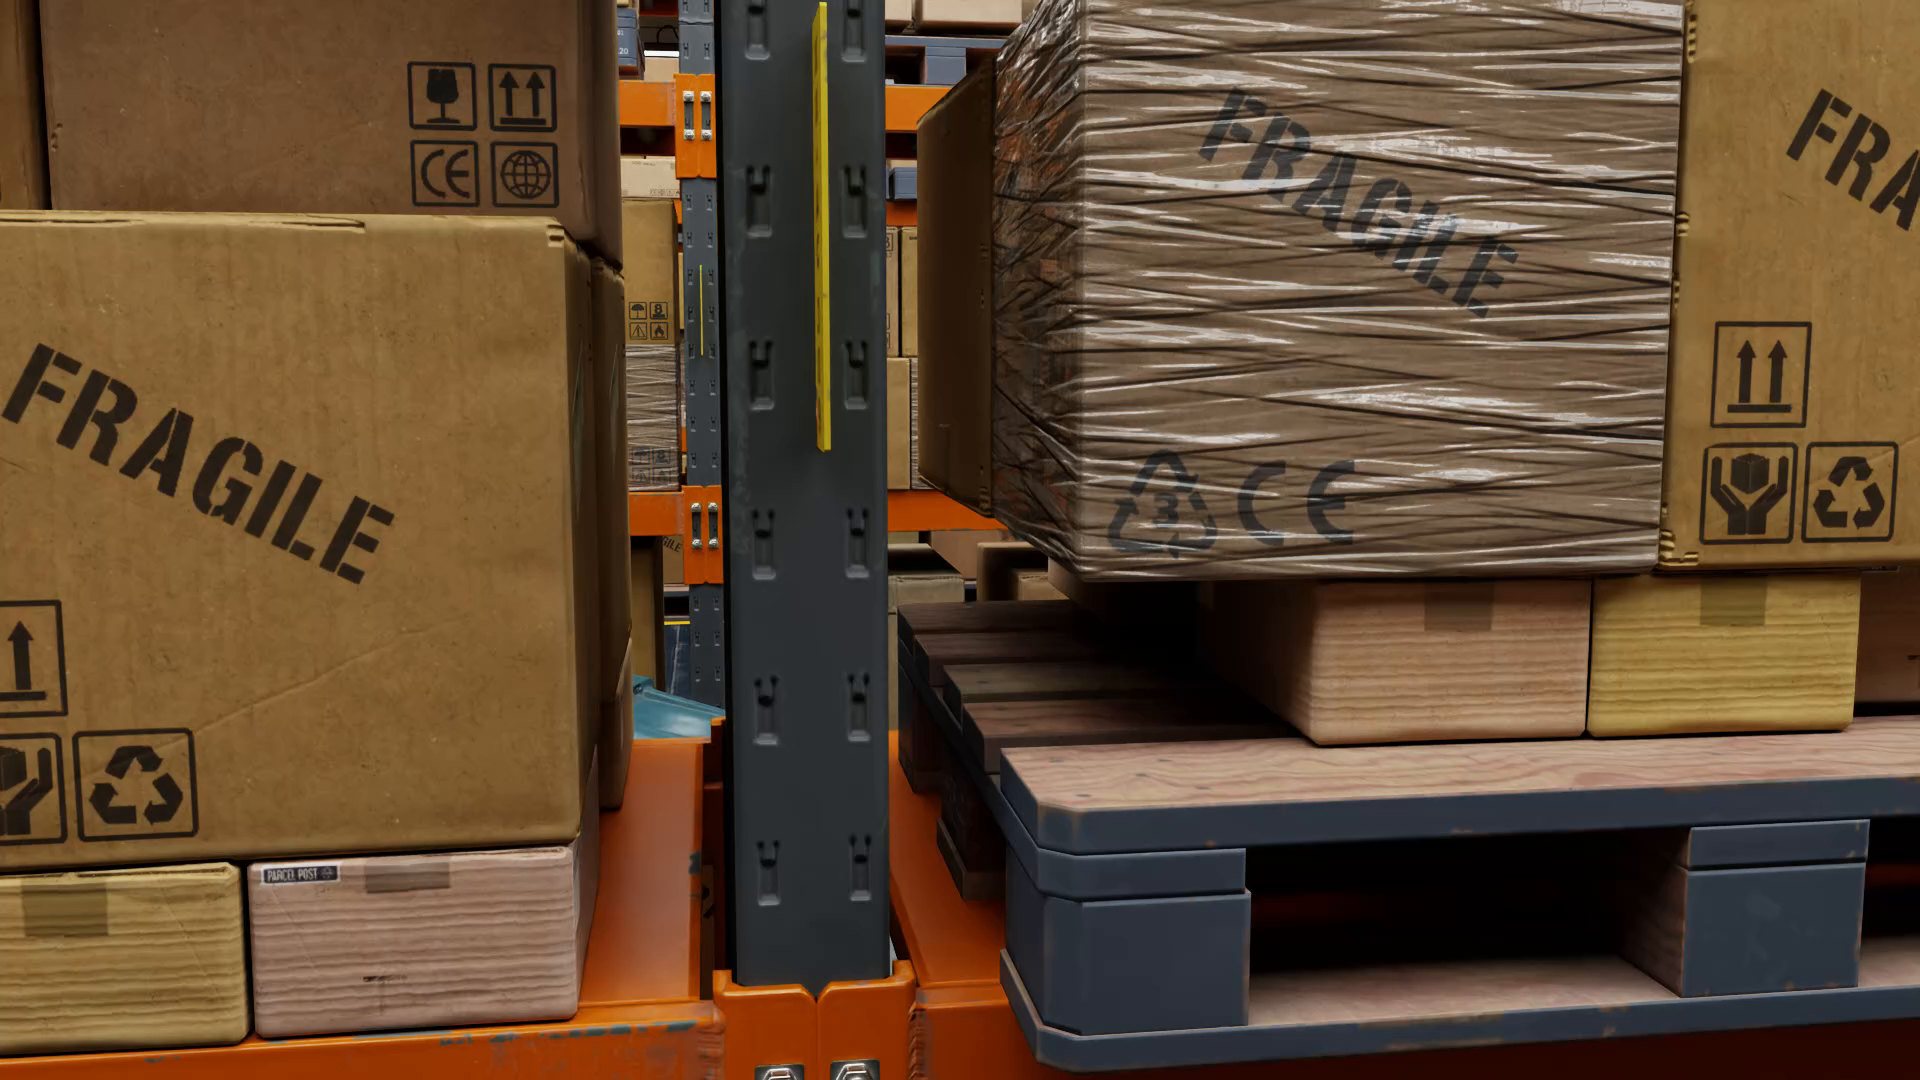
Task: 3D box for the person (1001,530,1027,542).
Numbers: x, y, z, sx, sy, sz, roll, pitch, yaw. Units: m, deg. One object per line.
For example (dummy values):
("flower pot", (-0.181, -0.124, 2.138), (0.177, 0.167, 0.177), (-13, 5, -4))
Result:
("person", (0.414, -0.121, 9.643), (0.427, 1.516, 0.437), (-3, 8, -27))
